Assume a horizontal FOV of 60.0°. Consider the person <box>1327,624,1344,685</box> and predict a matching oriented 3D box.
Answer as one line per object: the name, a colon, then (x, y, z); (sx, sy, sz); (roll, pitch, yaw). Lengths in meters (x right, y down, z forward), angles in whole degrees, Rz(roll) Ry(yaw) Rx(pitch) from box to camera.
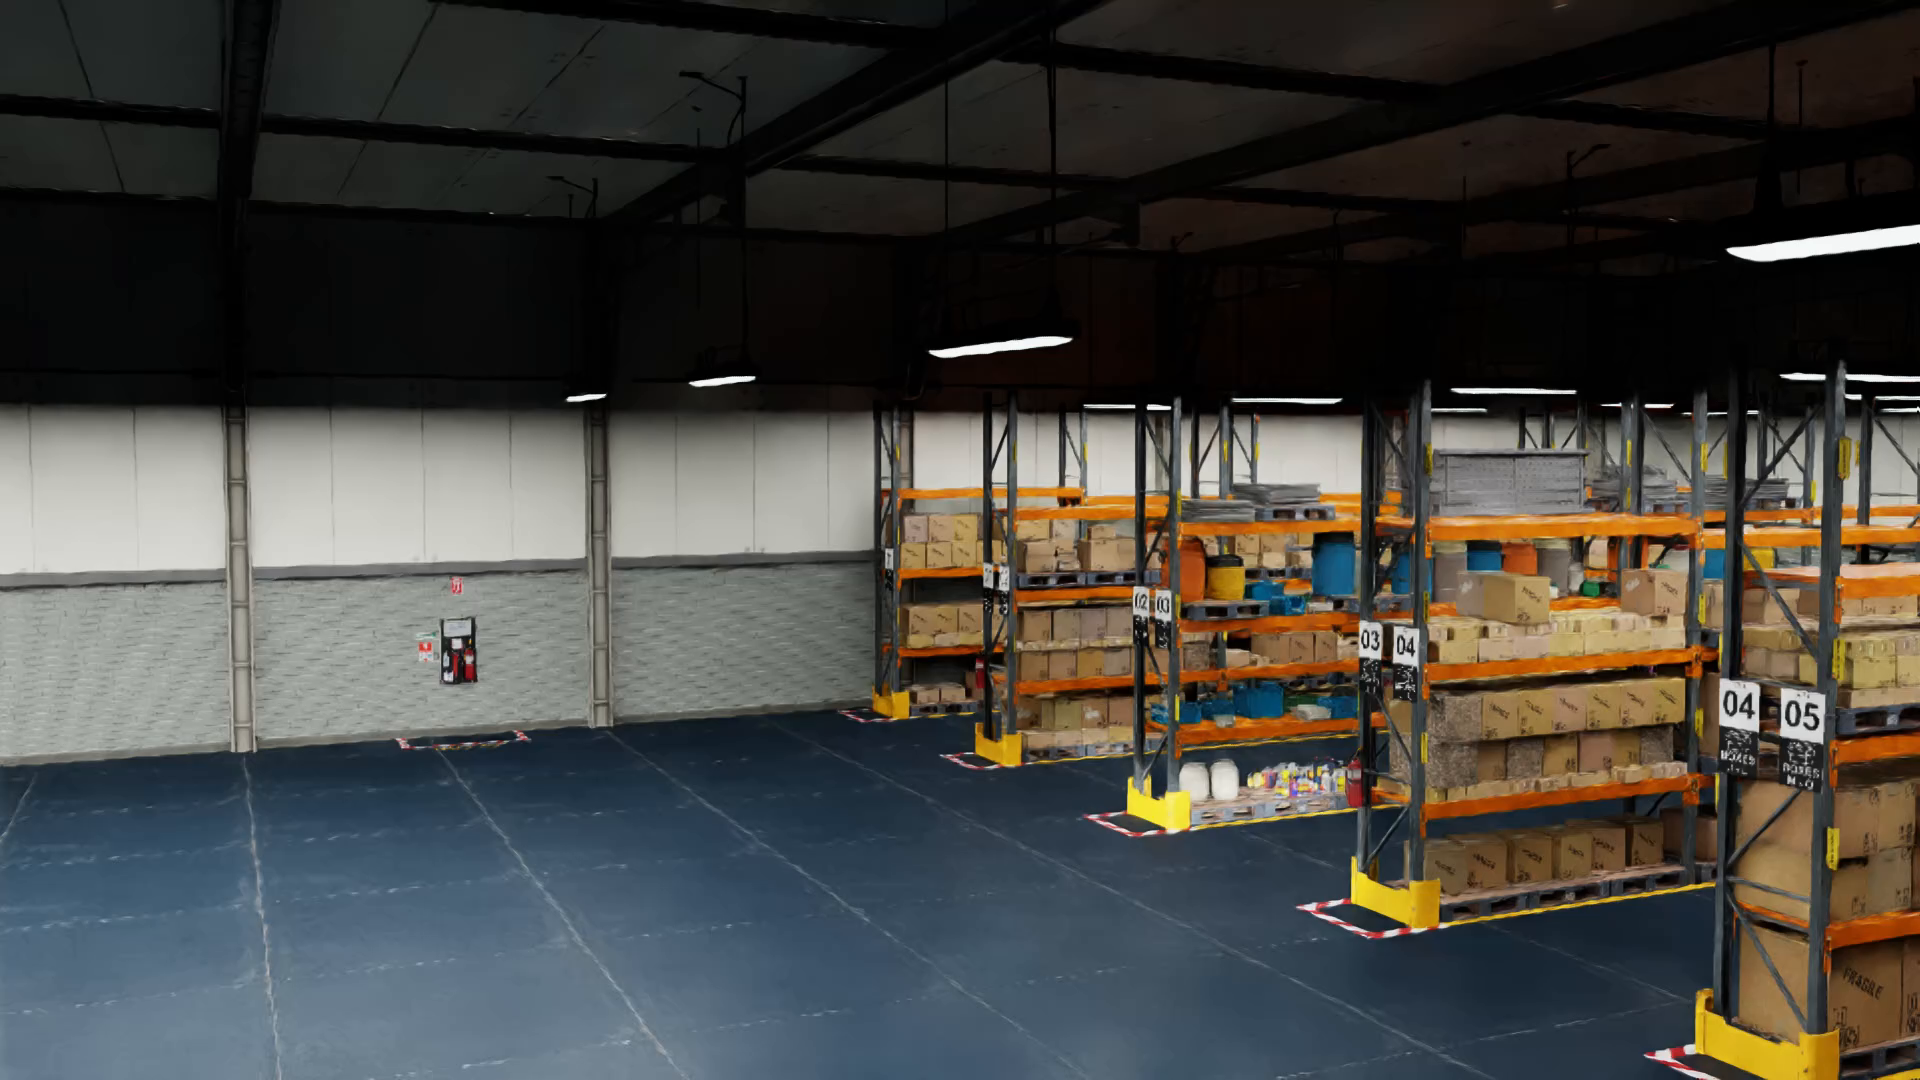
person: (7.388, 2.374, 32.487); (0.448, 1.768, 0.632); (2, 4, 36)
